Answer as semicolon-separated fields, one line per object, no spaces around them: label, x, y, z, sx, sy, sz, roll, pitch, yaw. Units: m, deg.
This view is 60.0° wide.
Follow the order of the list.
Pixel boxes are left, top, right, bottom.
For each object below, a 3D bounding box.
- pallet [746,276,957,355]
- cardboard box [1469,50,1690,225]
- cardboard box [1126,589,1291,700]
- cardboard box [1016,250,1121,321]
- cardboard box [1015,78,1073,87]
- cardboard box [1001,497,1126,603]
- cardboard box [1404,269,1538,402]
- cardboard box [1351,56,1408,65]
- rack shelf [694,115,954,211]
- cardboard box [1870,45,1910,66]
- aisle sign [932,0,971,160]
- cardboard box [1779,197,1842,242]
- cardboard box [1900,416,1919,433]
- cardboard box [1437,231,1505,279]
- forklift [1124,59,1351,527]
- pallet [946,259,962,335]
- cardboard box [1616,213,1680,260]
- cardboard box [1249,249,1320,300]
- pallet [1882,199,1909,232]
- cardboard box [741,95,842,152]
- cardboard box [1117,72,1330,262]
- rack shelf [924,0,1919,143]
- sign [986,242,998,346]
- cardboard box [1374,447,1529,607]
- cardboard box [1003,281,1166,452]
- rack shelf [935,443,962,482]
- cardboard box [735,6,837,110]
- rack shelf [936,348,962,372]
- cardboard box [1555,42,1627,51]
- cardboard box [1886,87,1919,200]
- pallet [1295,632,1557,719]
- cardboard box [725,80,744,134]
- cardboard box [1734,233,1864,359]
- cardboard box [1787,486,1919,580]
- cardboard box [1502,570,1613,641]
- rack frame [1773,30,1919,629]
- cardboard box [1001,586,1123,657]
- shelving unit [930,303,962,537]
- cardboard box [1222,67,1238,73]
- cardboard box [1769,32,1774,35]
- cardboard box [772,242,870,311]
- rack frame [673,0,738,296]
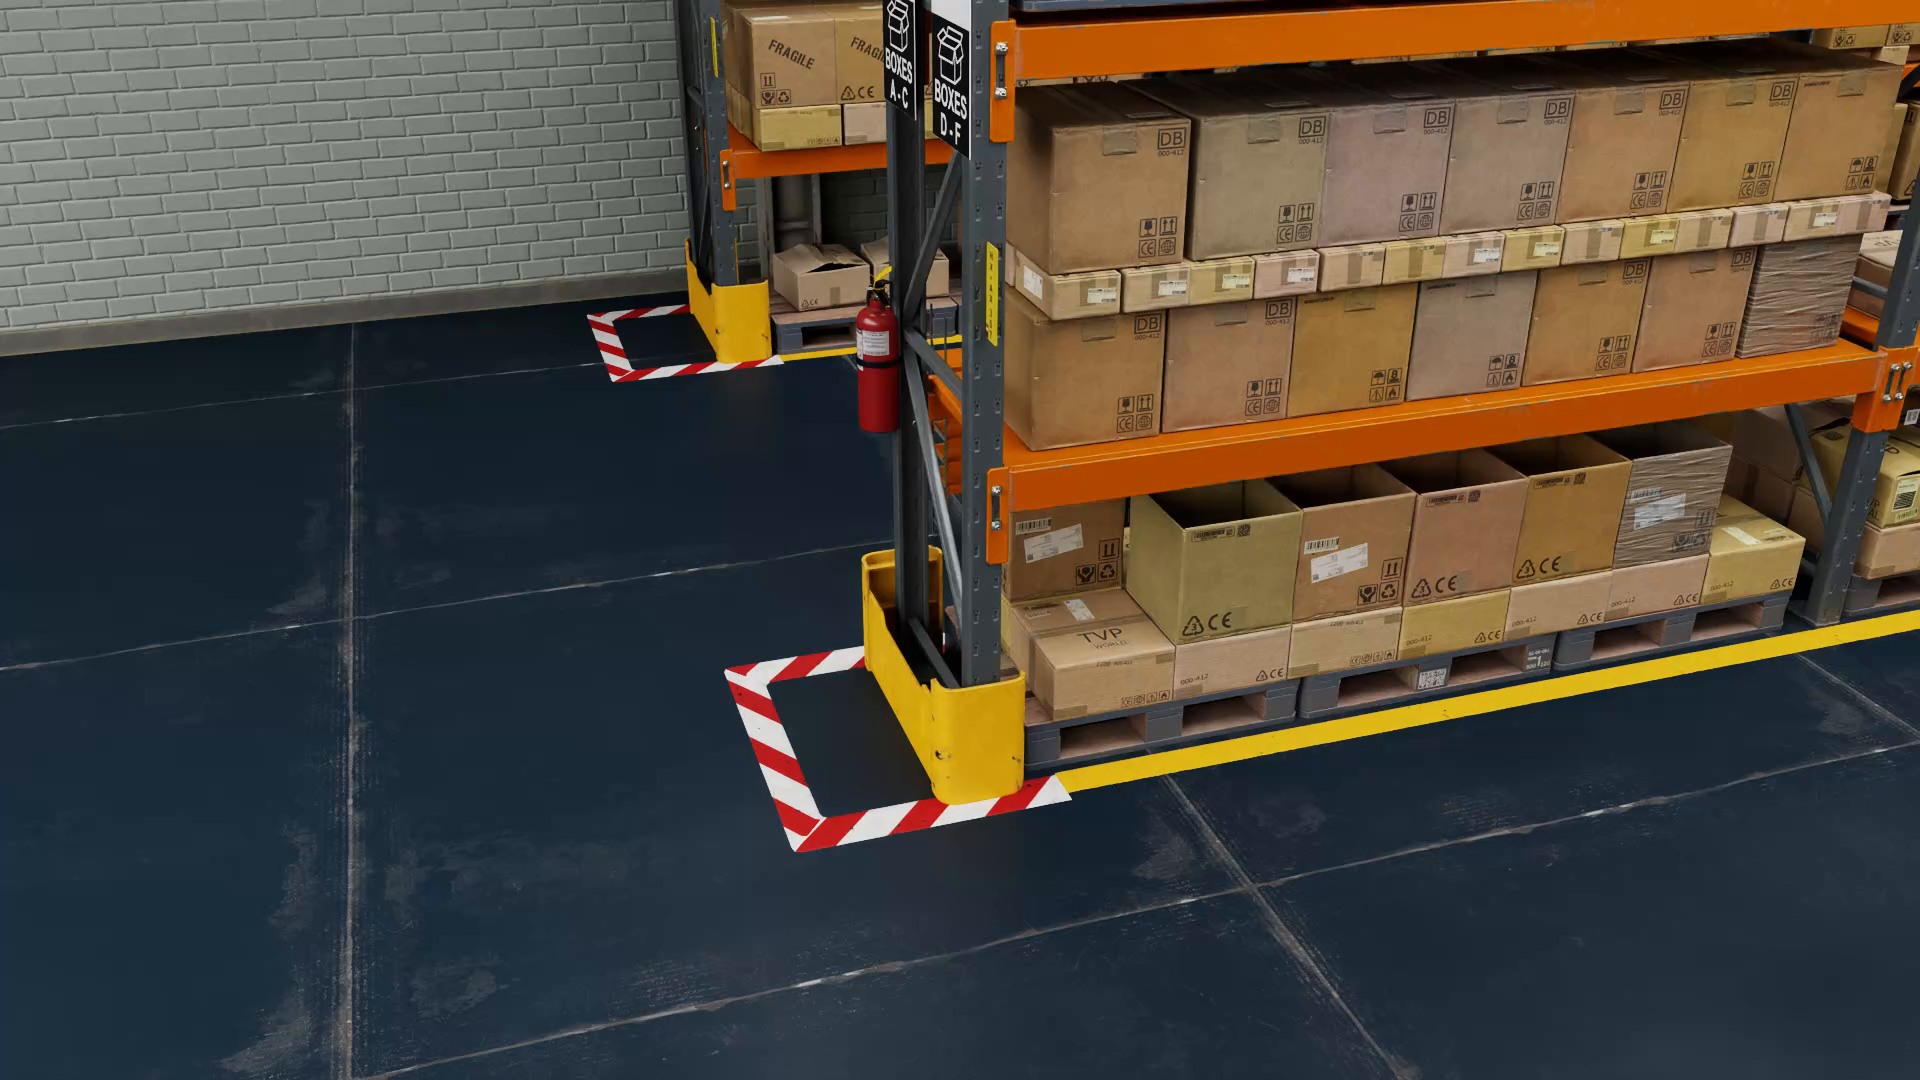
pallet;-0.744;-1.567;11.168;1.213;0.211;1.003;-8;28;-16
cardboard box;2.365;-1.588;6.505;0.500;0.500;0.700;-8;28;-16
cardboard box;0.991;0.379;6.733;0.500;0.250;0.500;-8;28;-16
cardboard box;0.378;-0.913;5.873;0.250;0.149;0.380;-8;28;-16
cardboard box;0.401;-3.133;10.490;0.500;0.500;0.500;-7;27;-14
cardboard box;0.356;-0.106;6.867;0.500;0.500;0.500;-8;28;-16
cardboard box;1.857;-0.932;6.642;0.500;0.500;0.700;-7;27;-15
cardboard box;2.698;-3.556;11.433;0.500;0.500;0.700;-8;28;-16
rack shelf;0.302;-2.661;11.046;4.000;0.370;1.077;-8;28;-16
cardboard box;6.913;-3.685;12.560;0.250;0.149;0.380;-7;27;-15
aisle sign;-0.029;-1.640;5.257;0.004;0.787;0.394;-8;28;-16
cardboard box;3.314;-1.339;6.732;0.250;0.149;0.380;-9;28;-17
cardboard box;4.689;-0.391;7.654;0.500;0.311;0.500;-9;28;-17
cardboard box;1.840;-1.124;6.298;0.250;0.149;0.380;-8;27;-16
forklift;1.729;-1.834;8.648;3.031;2.935;1.130;-15;30;-28
pallet;0.414;-1.733;11.503;1.213;0.211;1.003;-8;28;-16
cardboard box;2.581;-1.233;6.518;0.250;0.149;0.380;-8;28;-16
cardboard box;1.106;-1.018;6.084;0.250;0.149;0.380;-9;28;-17
pallet;6.780;-2.637;13.325;1.213;0.211;1.003;-8;28;-16
cardboard box;-1.037;-2.583;10.226;0.500;0.250;0.500;-9;28;-18
cardboard box;0.935;-1.381;6.087;0.500;0.500;0.700;-9;28;-17
rack shelf;1.840;-1.911;6.162;4.000;0.370;1.077;-8;28;-16
sign;0.104;-0.802;5.429;0.005;0.325;0.100;-8;28;-16
cardboard box;1.944;-0.092;6.838;0.500;0.500;0.500;-8;28;-16
cardboard box;0.386;-0.718;6.210;0.500;0.500;0.700;-8;28;-16
rack shelf;-0.014;-0.388;8.052;0.180;0.103;0.258;-8;28;-16
cardboard box;-1.052;-2.924;10.070;0.500;0.500;0.500;-8;28;-16
rack shelf;-0.014;-0.818;7.839;0.180;0.103;0.258;-8;28;-16
cardboard box;4.386;-3.802;11.927;0.500;0.500;0.700;-8;28;-16
cardboard box;7.582;-3.199;13.265;0.750;0.750;0.750;-8;28;-16
pallet;1.810;0.345;7.317;1.213;0.211;1.003;-8;28;-16
cardboard box;-1.215;-2.796;10.655;0.500;0.250;0.500;-8;27;-15
cardboard box;3.322;-1.146;7.073;0.500;0.500;0.700;-9;28;-17
cardboard box;4.202;-0.072;7.642;0.500;0.250;0.500;-9;28;-17
cardboard box;2.419;0.175;7.145;0.500;0.250;0.500;-8;28;-16
rack frame;3.742;-1.165;7.223;0.127;3.000;1.000;-8;28;-16
cardboard box;0.357;0.231;7.032;0.500;0.250;0.500;-8;28;-16
shelving unit;-0.014;-0.535;7.979;0.189;1.200;0.258;-8;28;-16
cardboard box;1.850;-3.341;10.909;0.500;0.500;0.500;-8;28;-16
cardboard box;6.375;-4.173;12.813;0.500;0.500;0.500;-8;28;-16
cardboard box;-0.914;-1.758;10.947;0.500;0.311;0.500;-12;29;-22
rack frame;-1.599;-2.708;10.332;0.127;3.000;1.000;-8;28;-16
